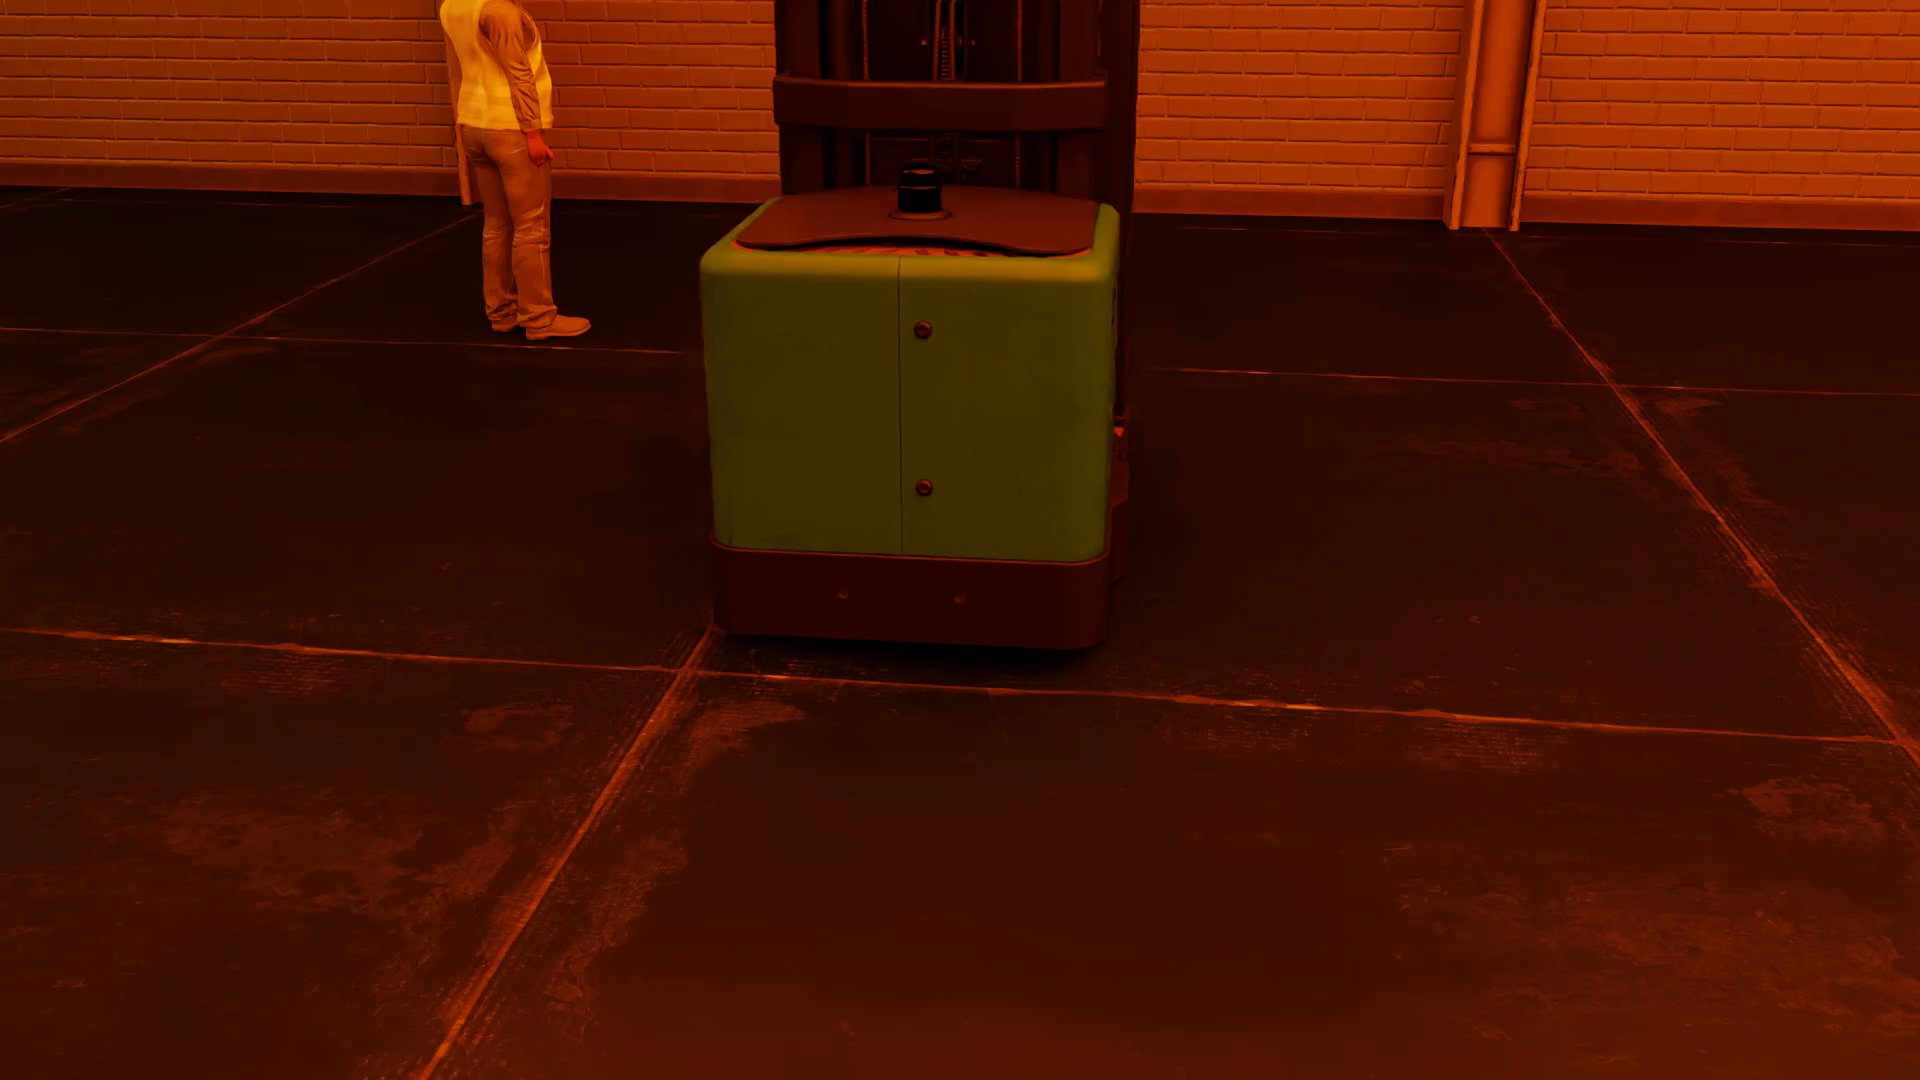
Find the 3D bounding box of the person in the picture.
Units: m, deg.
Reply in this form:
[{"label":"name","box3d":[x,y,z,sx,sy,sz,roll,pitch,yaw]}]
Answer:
[{"label":"person","box3d":[-1.953,-1.770,7.203,0.524,1.775,0.375,19,29,39]}]

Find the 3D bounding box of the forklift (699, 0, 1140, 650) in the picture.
[{"label":"forklift","box3d":[0.018,-1.589,5.199,1.130,2.935,3.031,2,22,6]}]
